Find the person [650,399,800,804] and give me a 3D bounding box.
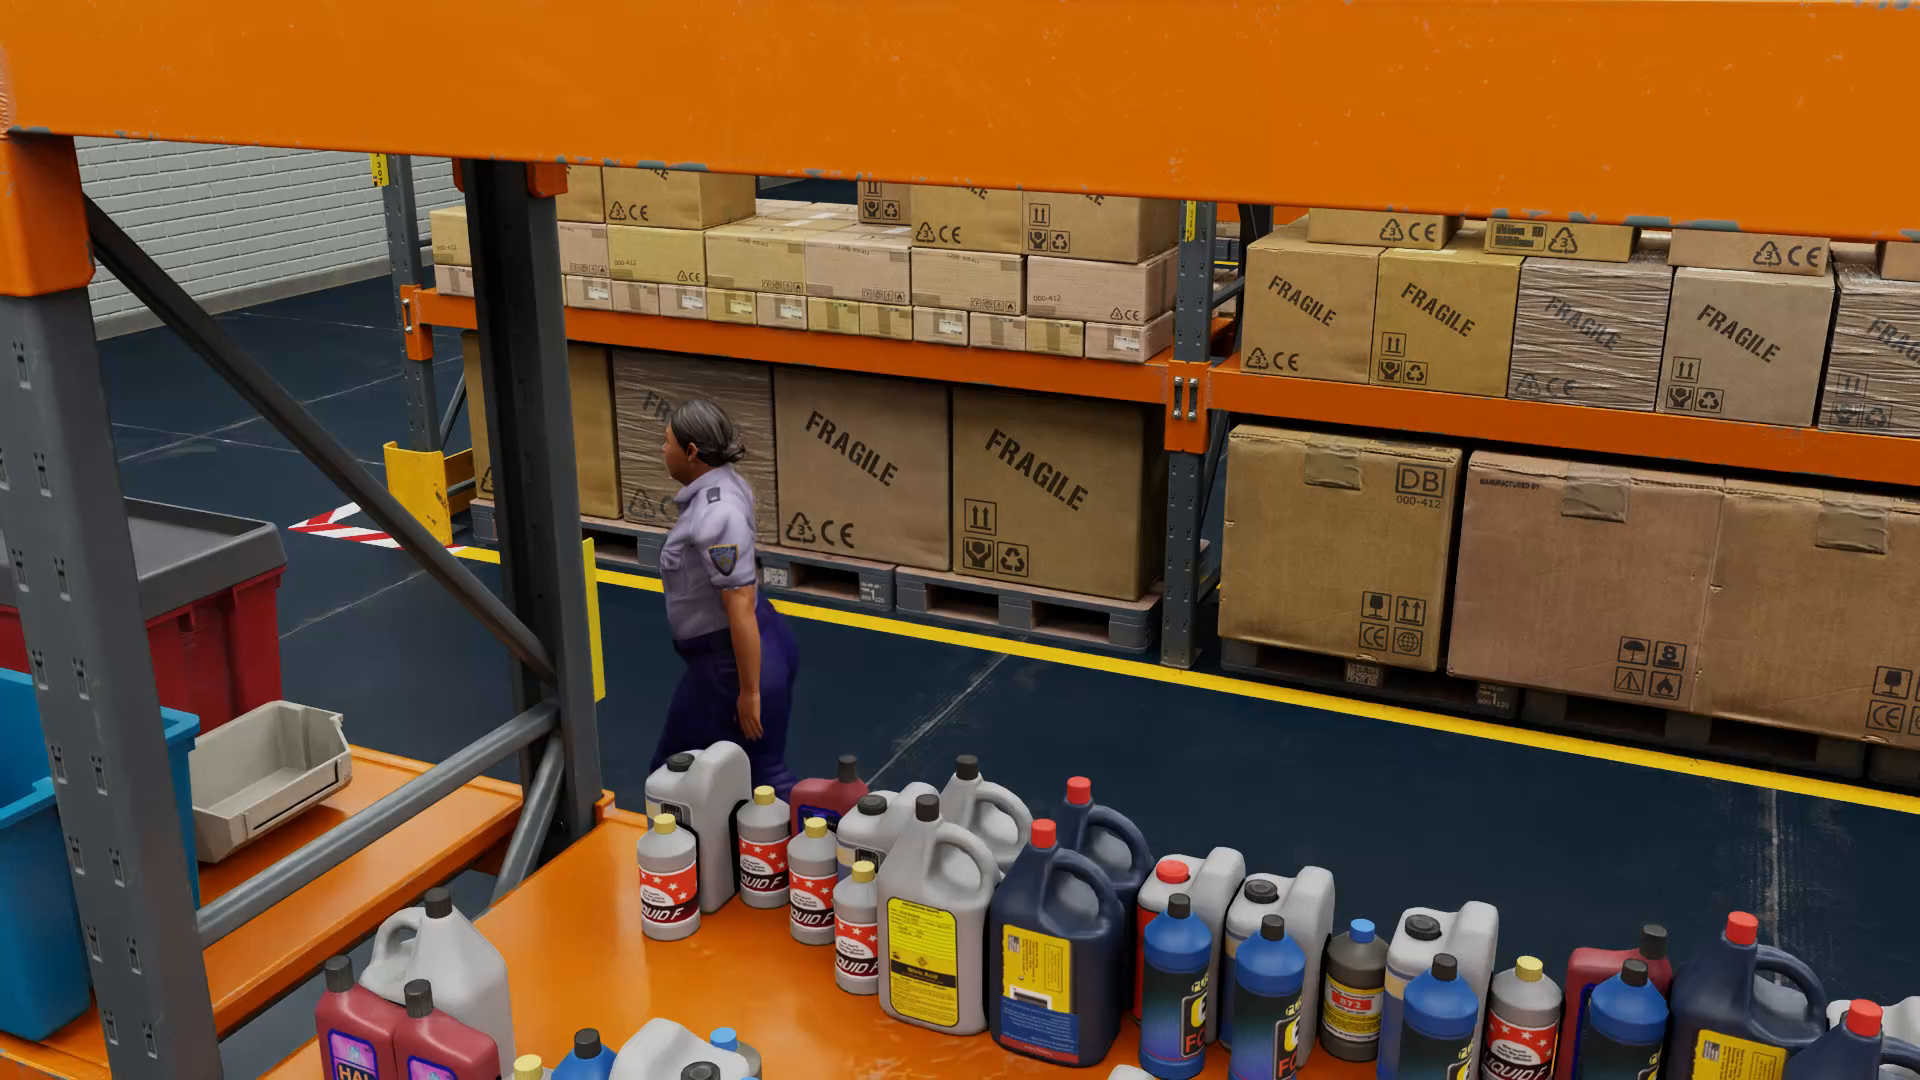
[{"bbox_3d":[-0.675,0.390,4.934,0.454,1.637,0.541,1,19,2],"label":"person"}]
